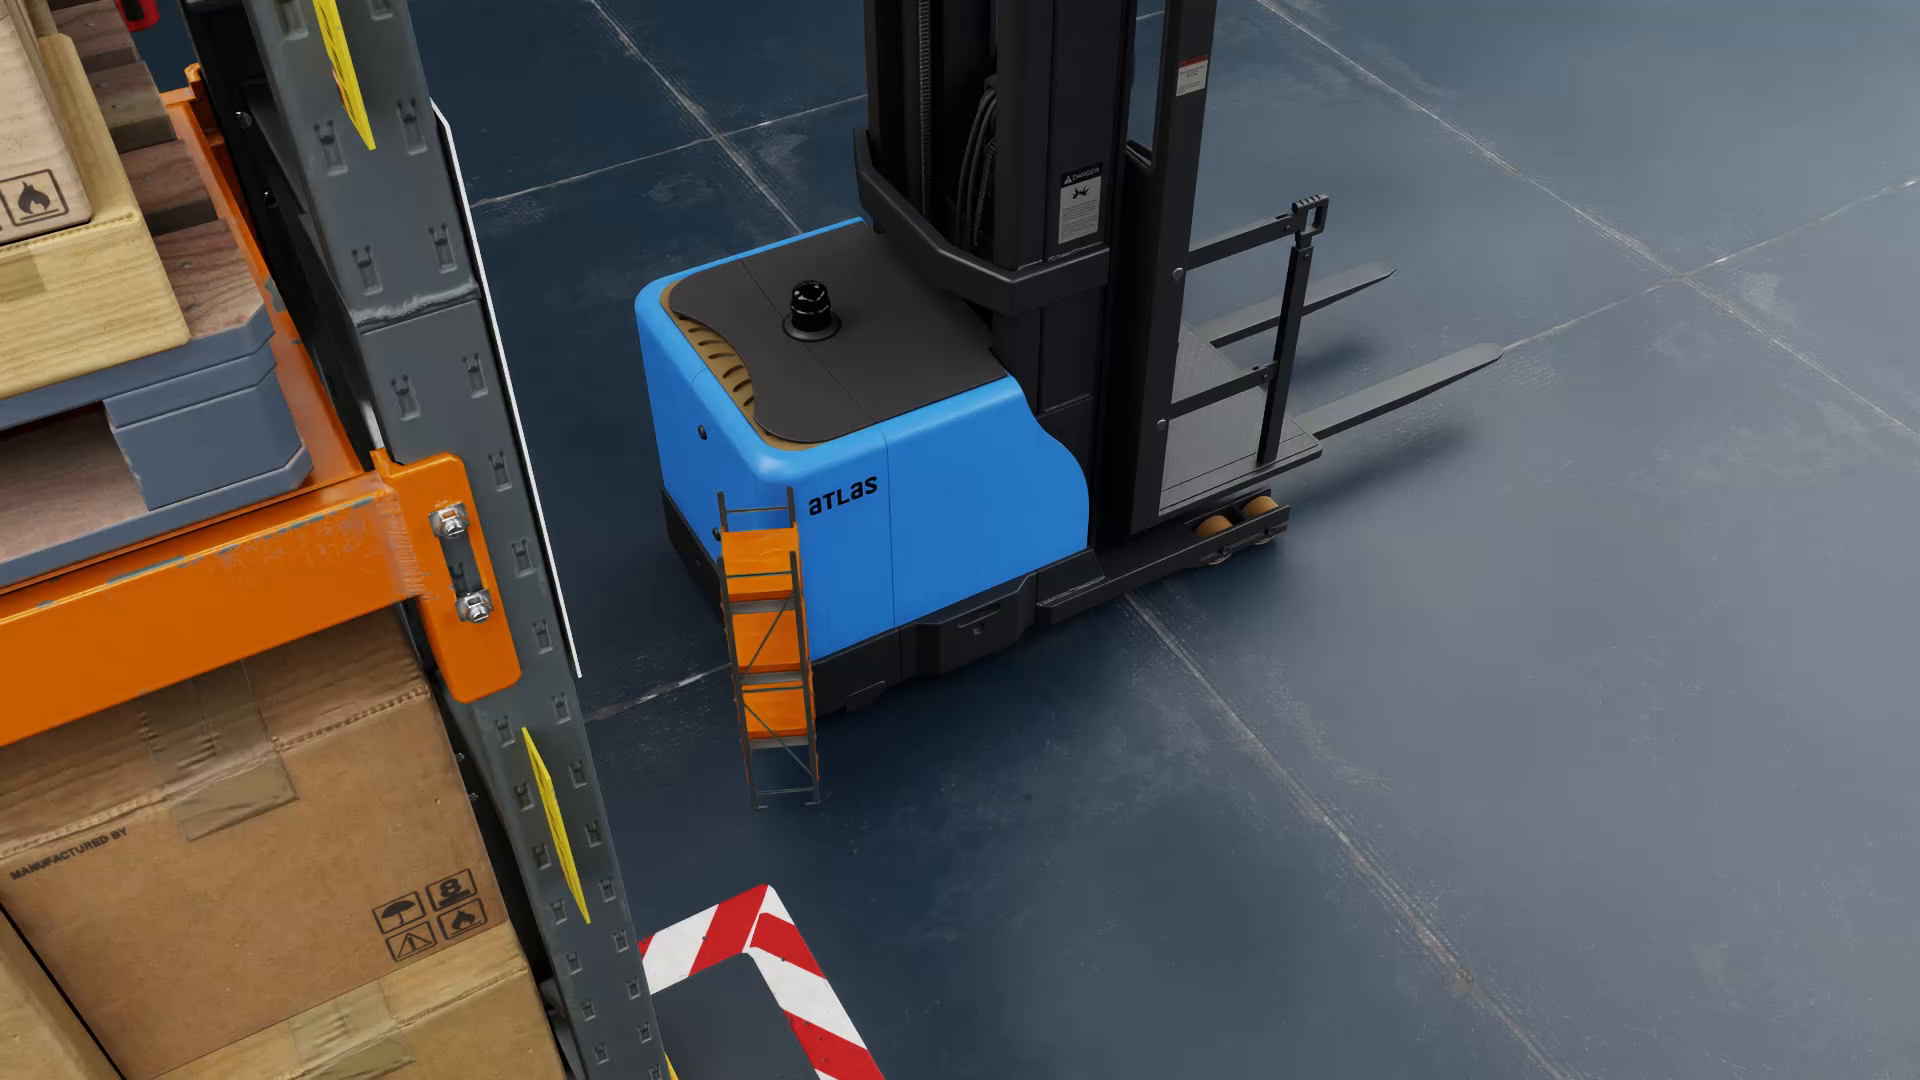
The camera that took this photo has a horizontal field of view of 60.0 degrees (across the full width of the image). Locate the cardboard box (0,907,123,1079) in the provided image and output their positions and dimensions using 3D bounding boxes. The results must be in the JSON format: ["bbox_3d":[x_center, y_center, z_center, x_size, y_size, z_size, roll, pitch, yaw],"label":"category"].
[{"bbox_3d":[-1.564,0.460,2.239,0.550,0.550,0.875,-22,48,-21],"label":"cardboard box"}]

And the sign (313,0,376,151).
[{"bbox_3d":[-0.534,-0.484,1.362,0.005,0.325,0.100,-22,48,-21],"label":"sign"}]

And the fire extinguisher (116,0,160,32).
[{"bbox_3d":[-3.017,-2.138,5.855,0.183,0.674,0.296,-22,48,-21],"label":"fire extinguisher"}]

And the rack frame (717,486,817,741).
[{"bbox_3d":[-0.540,0.244,4.745,0.200,1.050,0.008,-4,44,-4],"label":"rack frame"}]

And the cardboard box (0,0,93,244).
[{"bbox_3d":[-1.077,-0.428,1.404,0.500,0.250,0.500,-21,48,-20],"label":"cardboard box"}]

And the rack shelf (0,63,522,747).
[{"bbox_3d":[-2.526,0.425,1.521,4.000,0.370,1.077,-22,48,-21],"label":"rack shelf"}]

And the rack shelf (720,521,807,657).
[{"bbox_3d":[-0.528,0.133,4.467,0.215,0.259,0.240,-4,44,-4],"label":"rack shelf"}]

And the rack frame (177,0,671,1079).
[{"bbox_3d":[-0.792,0.549,3.030,0.127,3.000,1.000,-22,48,-21],"label":"rack frame"}]

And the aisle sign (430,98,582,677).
[{"bbox_3d":[-0.581,-0.227,1.963,0.004,0.787,0.394,-22,48,-21],"label":"aisle sign"}]

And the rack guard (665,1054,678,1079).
[{"bbox_3d":[-0.771,1.438,3.909,0.348,0.500,1.175,-22,48,-21],"label":"rack guard"}]

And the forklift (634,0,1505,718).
[{"bbox_3d":[0.540,-1.268,4.952,3.031,2.935,1.130,-22,48,-21],"label":"forklift"}]

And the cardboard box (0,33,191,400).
[{"bbox_3d":[-0.912,-0.303,1.562,0.250,0.149,0.380,-22,48,-21],"label":"cardboard box"}]

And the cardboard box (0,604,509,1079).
[{"bbox_3d":[-1.133,0.213,2.493,0.550,0.550,0.875,-22,48,-21],"label":"cardboard box"}]

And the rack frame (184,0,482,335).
[{"bbox_3d":[-0.792,-1.603,0.941,0.127,3.000,1.000,-22,48,-21],"label":"rack frame"}]

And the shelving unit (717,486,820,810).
[{"bbox_3d":[-0.528,0.329,4.657,0.215,1.050,0.252,-4,44,-4],"label":"shelving unit"}]

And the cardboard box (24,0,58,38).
[{"bbox_3d":[-1.249,-0.698,1.969,0.250,0.149,0.380,-21,48,-21],"label":"cardboard box"}]

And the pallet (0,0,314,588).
[{"bbox_3d":[-1.430,-0.231,1.745,1.213,0.211,1.003,-22,48,-21],"label":"pallet"}]

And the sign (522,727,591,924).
[{"bbox_3d":[-0.534,0.381,2.202,0.005,0.325,0.100,-22,48,-21],"label":"sign"}]

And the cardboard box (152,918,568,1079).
[{"bbox_3d":[-1.091,0.652,2.817,0.550,0.550,0.875,-22,48,-21],"label":"cardboard box"}]

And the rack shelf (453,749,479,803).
[{"bbox_3d":[-2.526,1.502,2.566,4.000,0.370,1.077,-22,48,-21],"label":"rack shelf"}]

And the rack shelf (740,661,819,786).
[{"bbox_3d":[-0.528,0.536,4.858,0.215,0.259,0.240,-4,44,-4],"label":"rack shelf"}]

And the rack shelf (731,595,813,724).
[{"bbox_3d":[-0.528,0.336,4.665,0.215,0.259,0.240,-4,44,-4],"label":"rack shelf"}]

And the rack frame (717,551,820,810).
[{"bbox_3d":[-0.515,0.413,4.570,0.200,1.050,0.008,-4,44,-4],"label":"rack frame"}]
